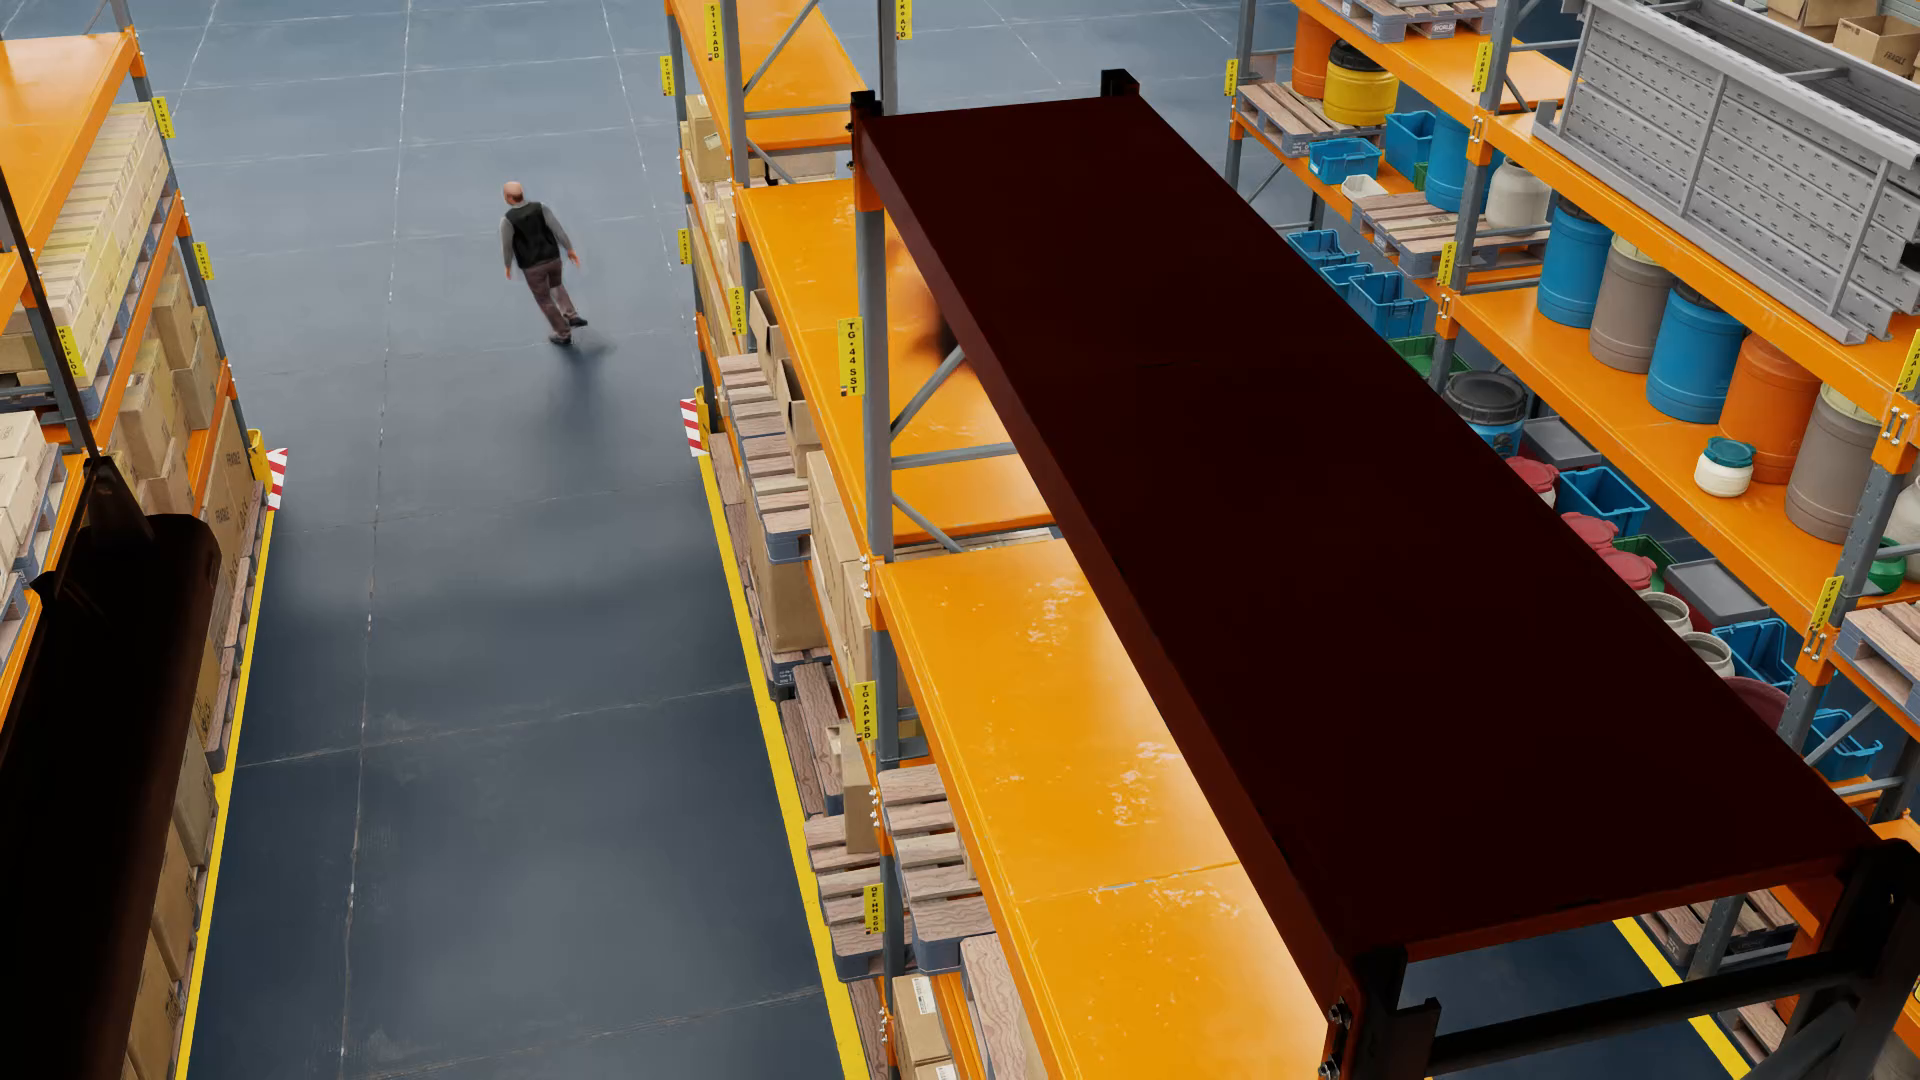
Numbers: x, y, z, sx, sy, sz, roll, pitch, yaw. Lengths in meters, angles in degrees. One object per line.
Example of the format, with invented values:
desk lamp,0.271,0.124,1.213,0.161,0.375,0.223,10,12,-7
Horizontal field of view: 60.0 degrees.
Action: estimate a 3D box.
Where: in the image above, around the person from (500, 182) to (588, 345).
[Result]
person,-4.191,-2.761,16.653,0.687,1.677,0.562,-26,42,-33
